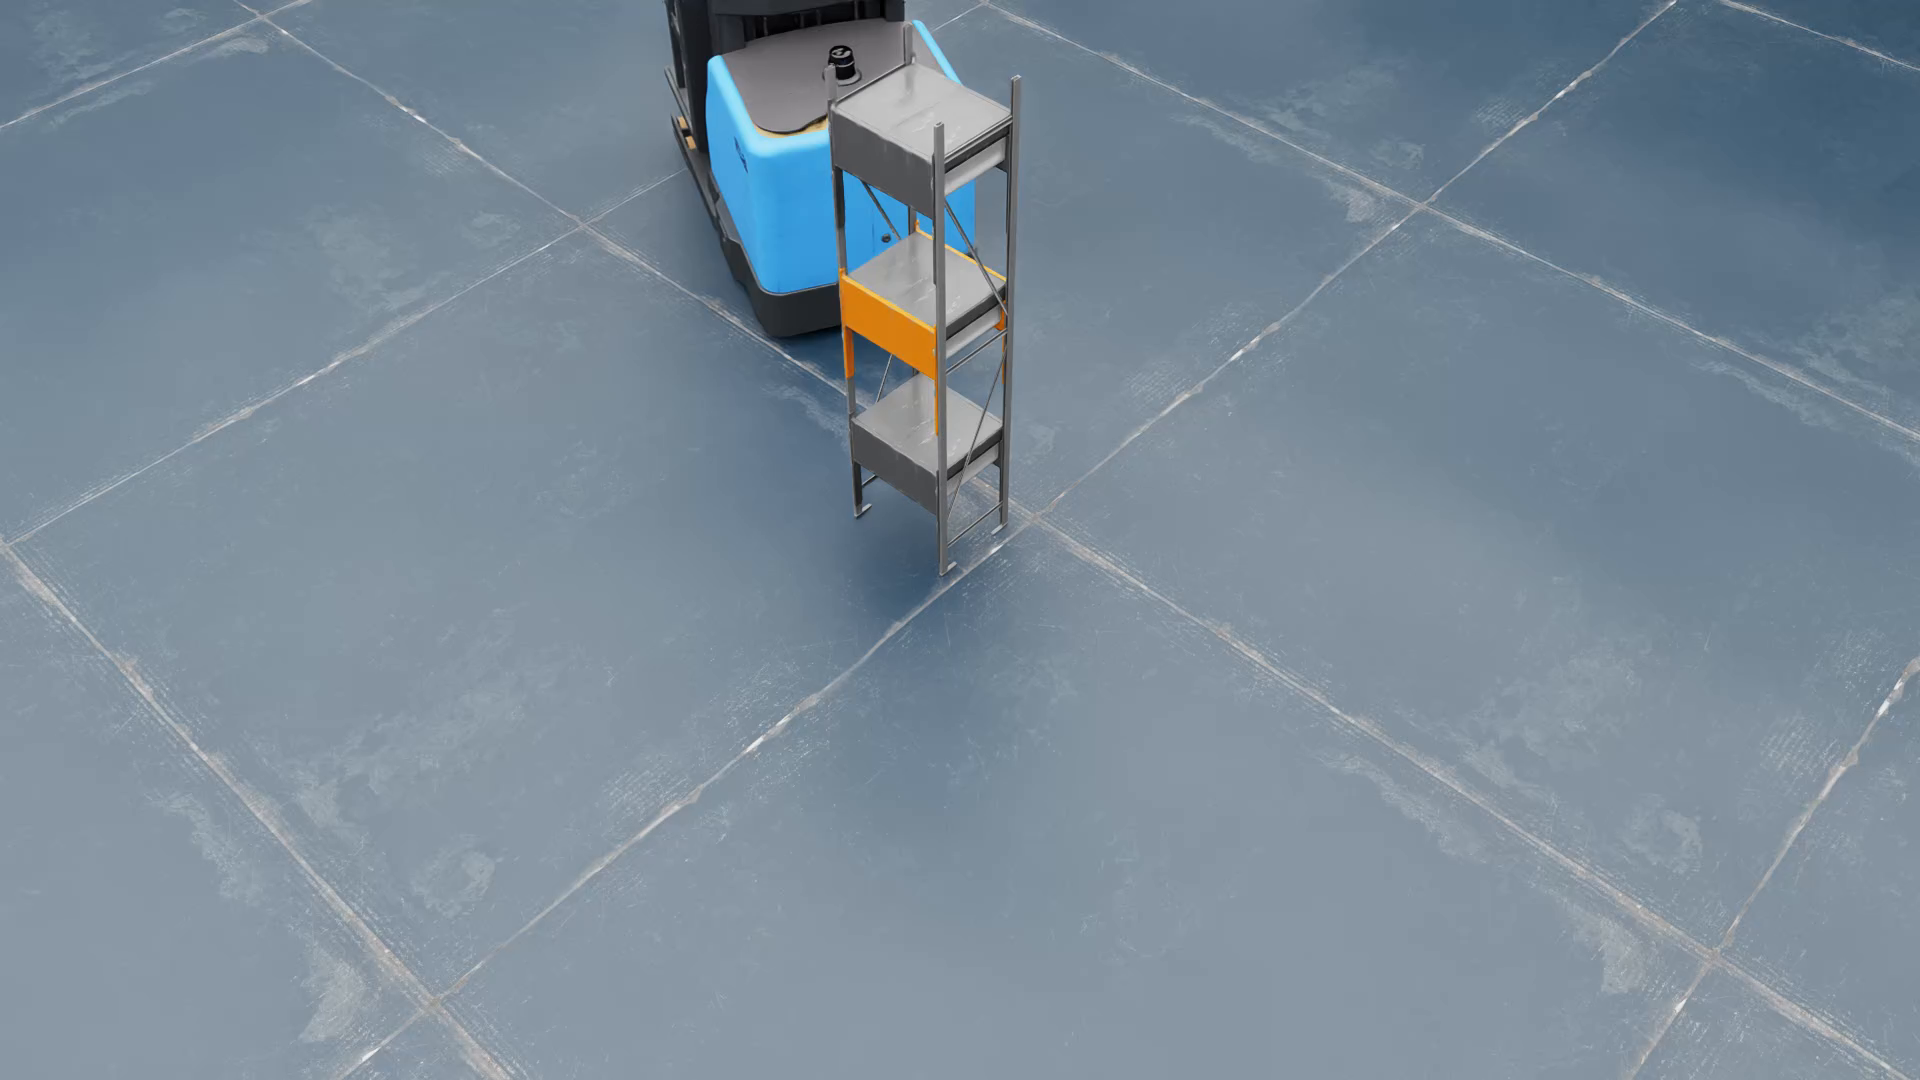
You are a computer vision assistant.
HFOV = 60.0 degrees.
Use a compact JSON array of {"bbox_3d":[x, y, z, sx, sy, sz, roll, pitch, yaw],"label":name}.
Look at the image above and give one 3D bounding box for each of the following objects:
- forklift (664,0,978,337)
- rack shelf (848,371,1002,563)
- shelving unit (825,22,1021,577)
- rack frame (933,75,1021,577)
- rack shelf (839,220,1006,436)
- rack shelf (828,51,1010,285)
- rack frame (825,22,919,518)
[{"bbox_3d":[-0.880,-3.035,7.697,1.130,2.935,3.031,-14,48,-13],"label":"forklift"},{"bbox_3d":[-0.122,-0.312,6.690,0.480,0.518,0.431,34,55,28],"label":"rack shelf"},{"bbox_3d":[-0.122,-0.801,6.170,0.503,2.100,0.431,34,55,28],"label":"shelving unit"},{"bbox_3d":[0.058,-0.680,6.057,0.015,2.100,0.400,34,55,28],"label":"rack frame"},{"bbox_3d":[-0.122,-0.791,6.180,0.480,0.518,0.431,34,55,28],"label":"rack shelf"},{"bbox_3d":[-0.122,-1.270,5.670,0.480,0.518,0.431,34,55,28],"label":"rack shelf"},{"bbox_3d":[-0.301,-0.921,6.283,0.015,2.100,0.400,34,55,28],"label":"rack frame"}]
